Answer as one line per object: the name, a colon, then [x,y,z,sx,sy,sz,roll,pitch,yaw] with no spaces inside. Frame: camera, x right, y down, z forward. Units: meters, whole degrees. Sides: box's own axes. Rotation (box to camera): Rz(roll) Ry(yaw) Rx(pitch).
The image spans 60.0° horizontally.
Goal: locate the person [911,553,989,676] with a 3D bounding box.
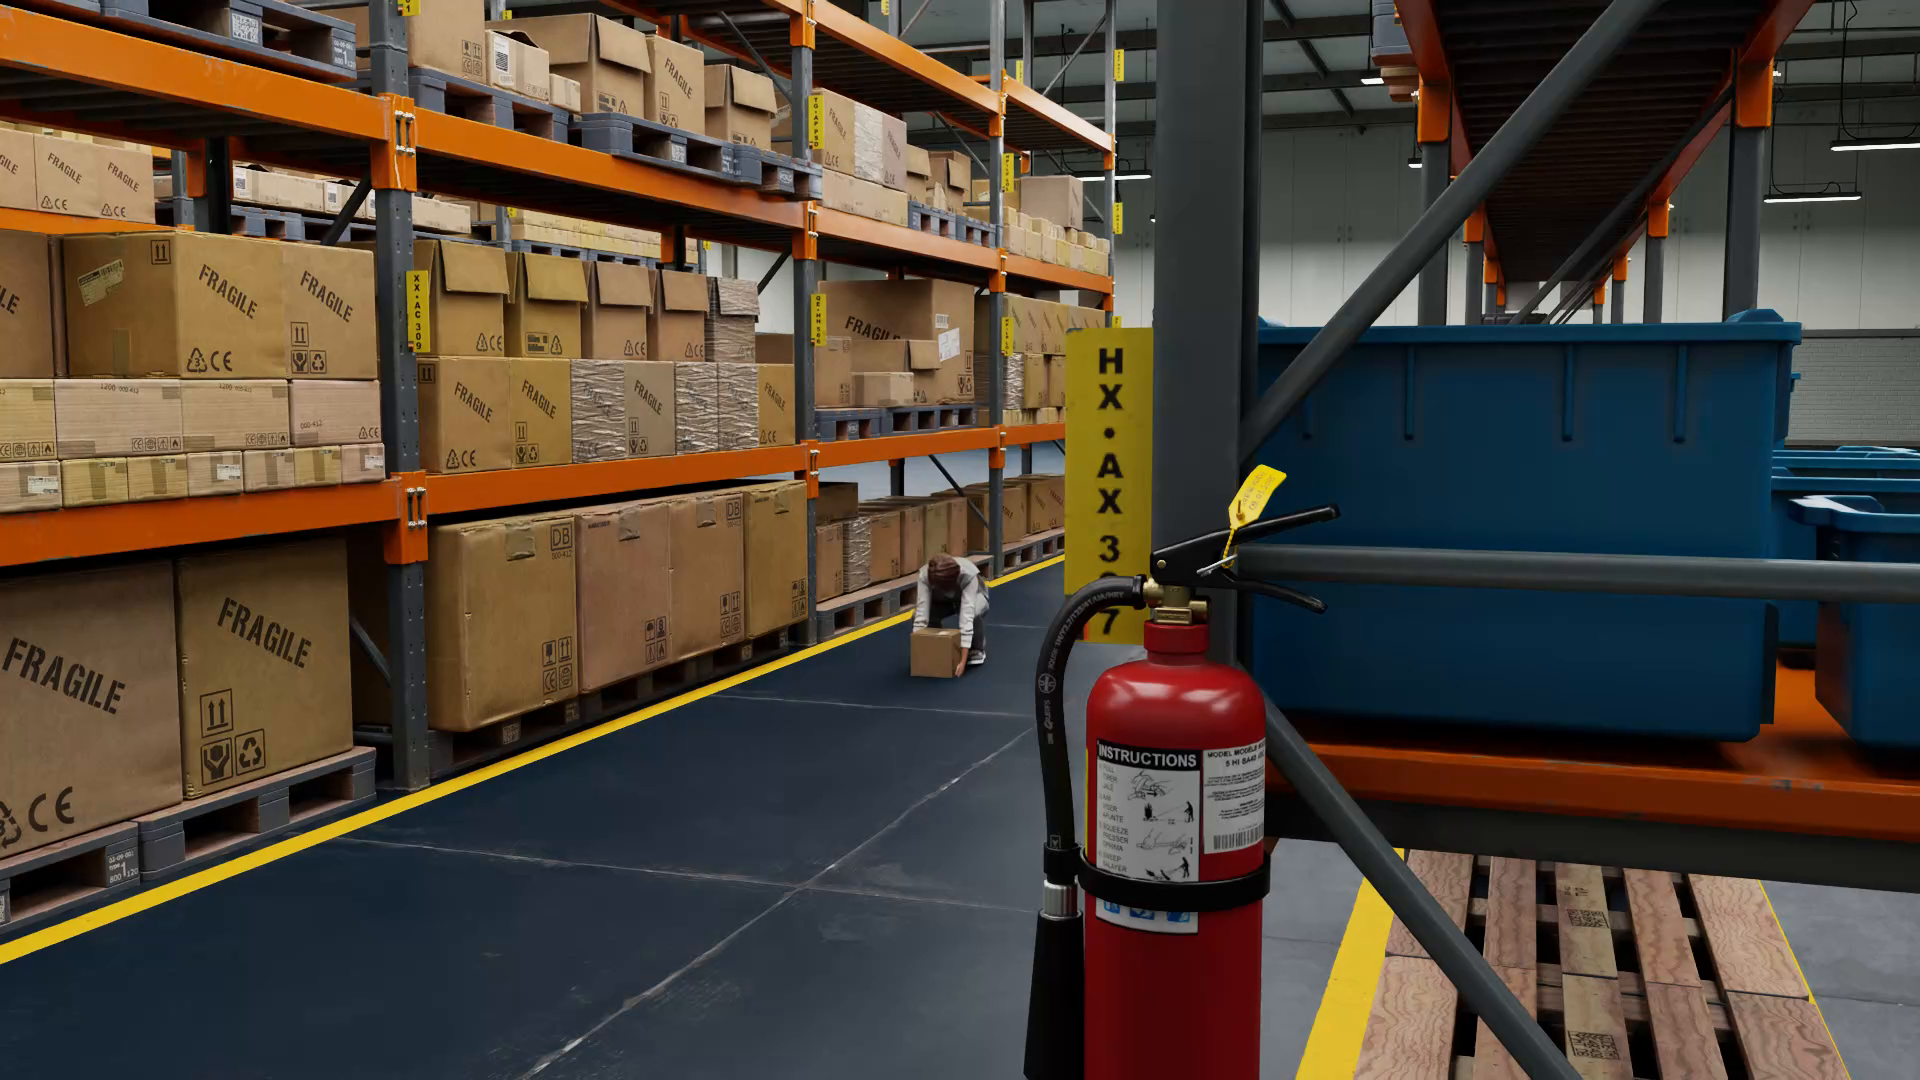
person: [-0.056,0.437,9.911,0.432,0.770,0.832,2,6,18]
